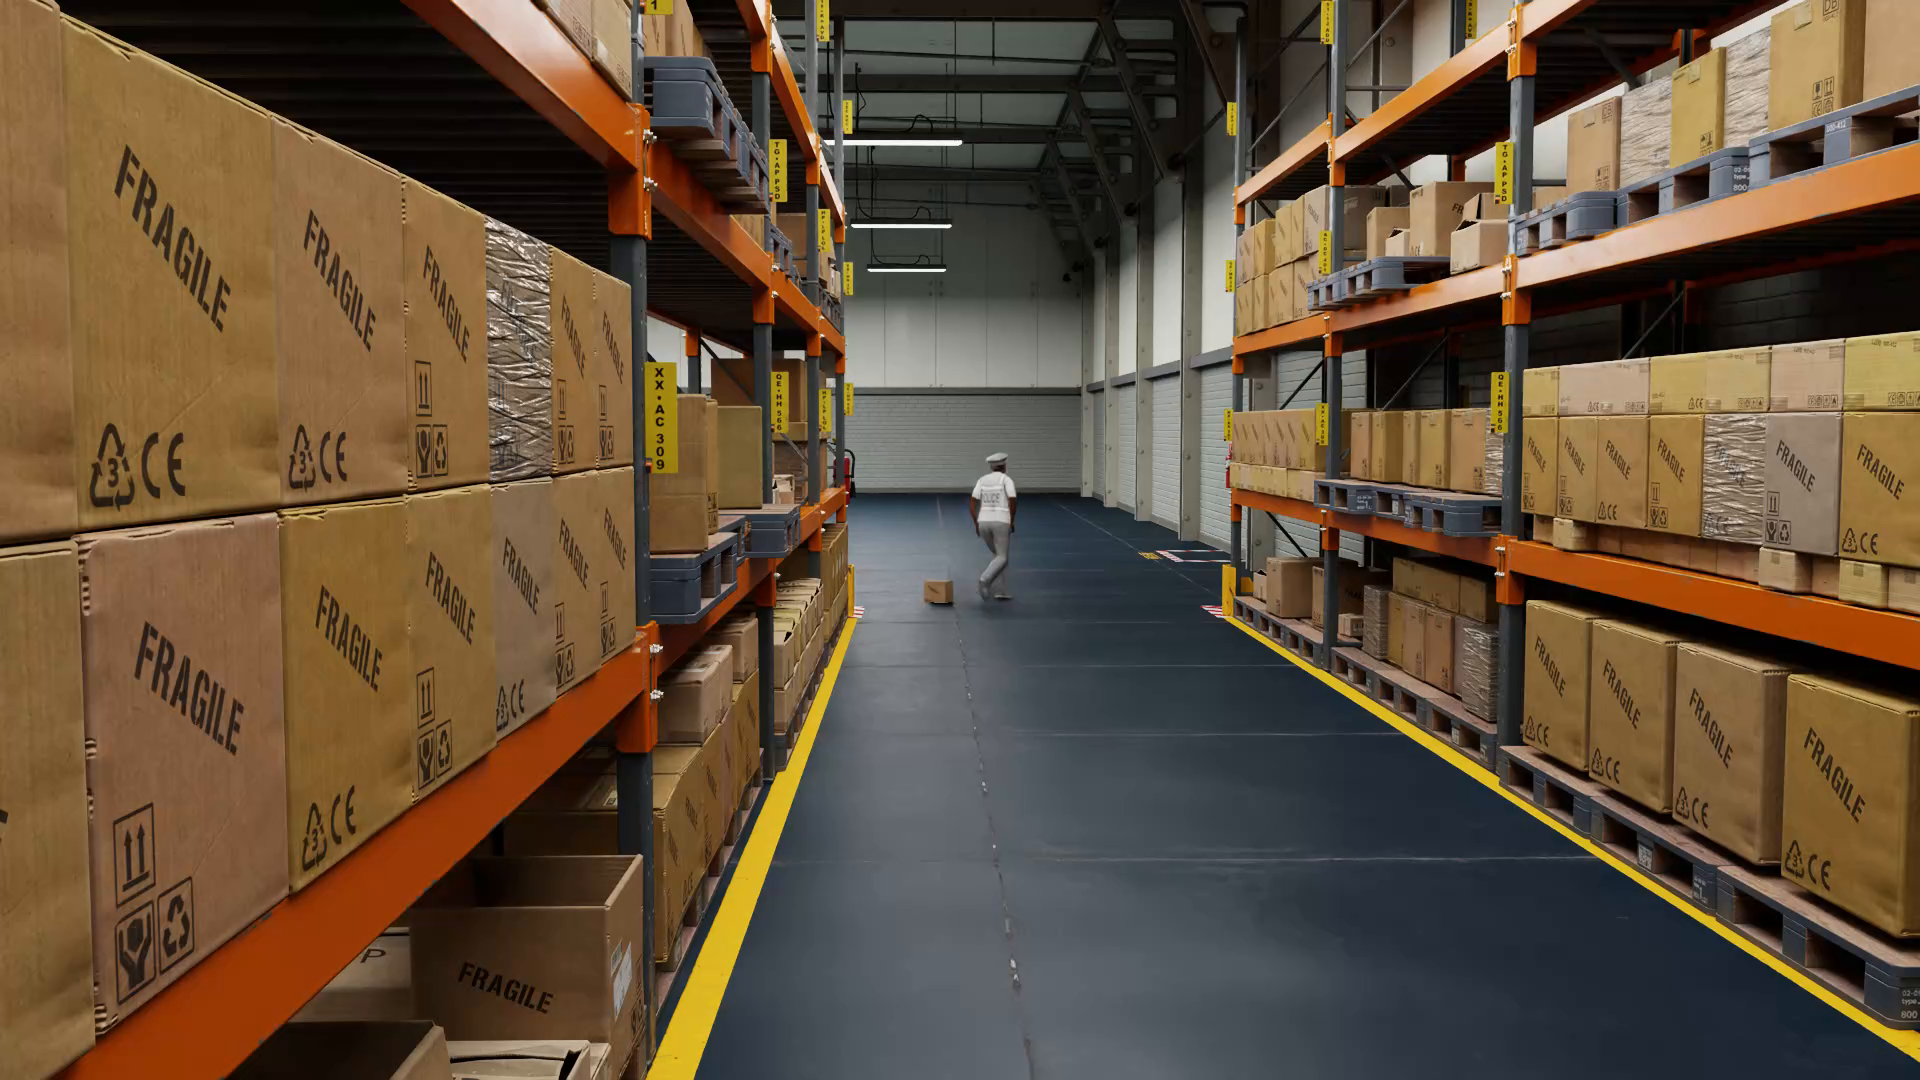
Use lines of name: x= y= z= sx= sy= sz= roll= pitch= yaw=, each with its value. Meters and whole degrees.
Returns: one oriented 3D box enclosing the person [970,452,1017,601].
person: x=0.320 y=-0.140 z=18.363 sx=0.579 sy=1.644 sz=0.711 roll=3 pitch=5 yaw=35
